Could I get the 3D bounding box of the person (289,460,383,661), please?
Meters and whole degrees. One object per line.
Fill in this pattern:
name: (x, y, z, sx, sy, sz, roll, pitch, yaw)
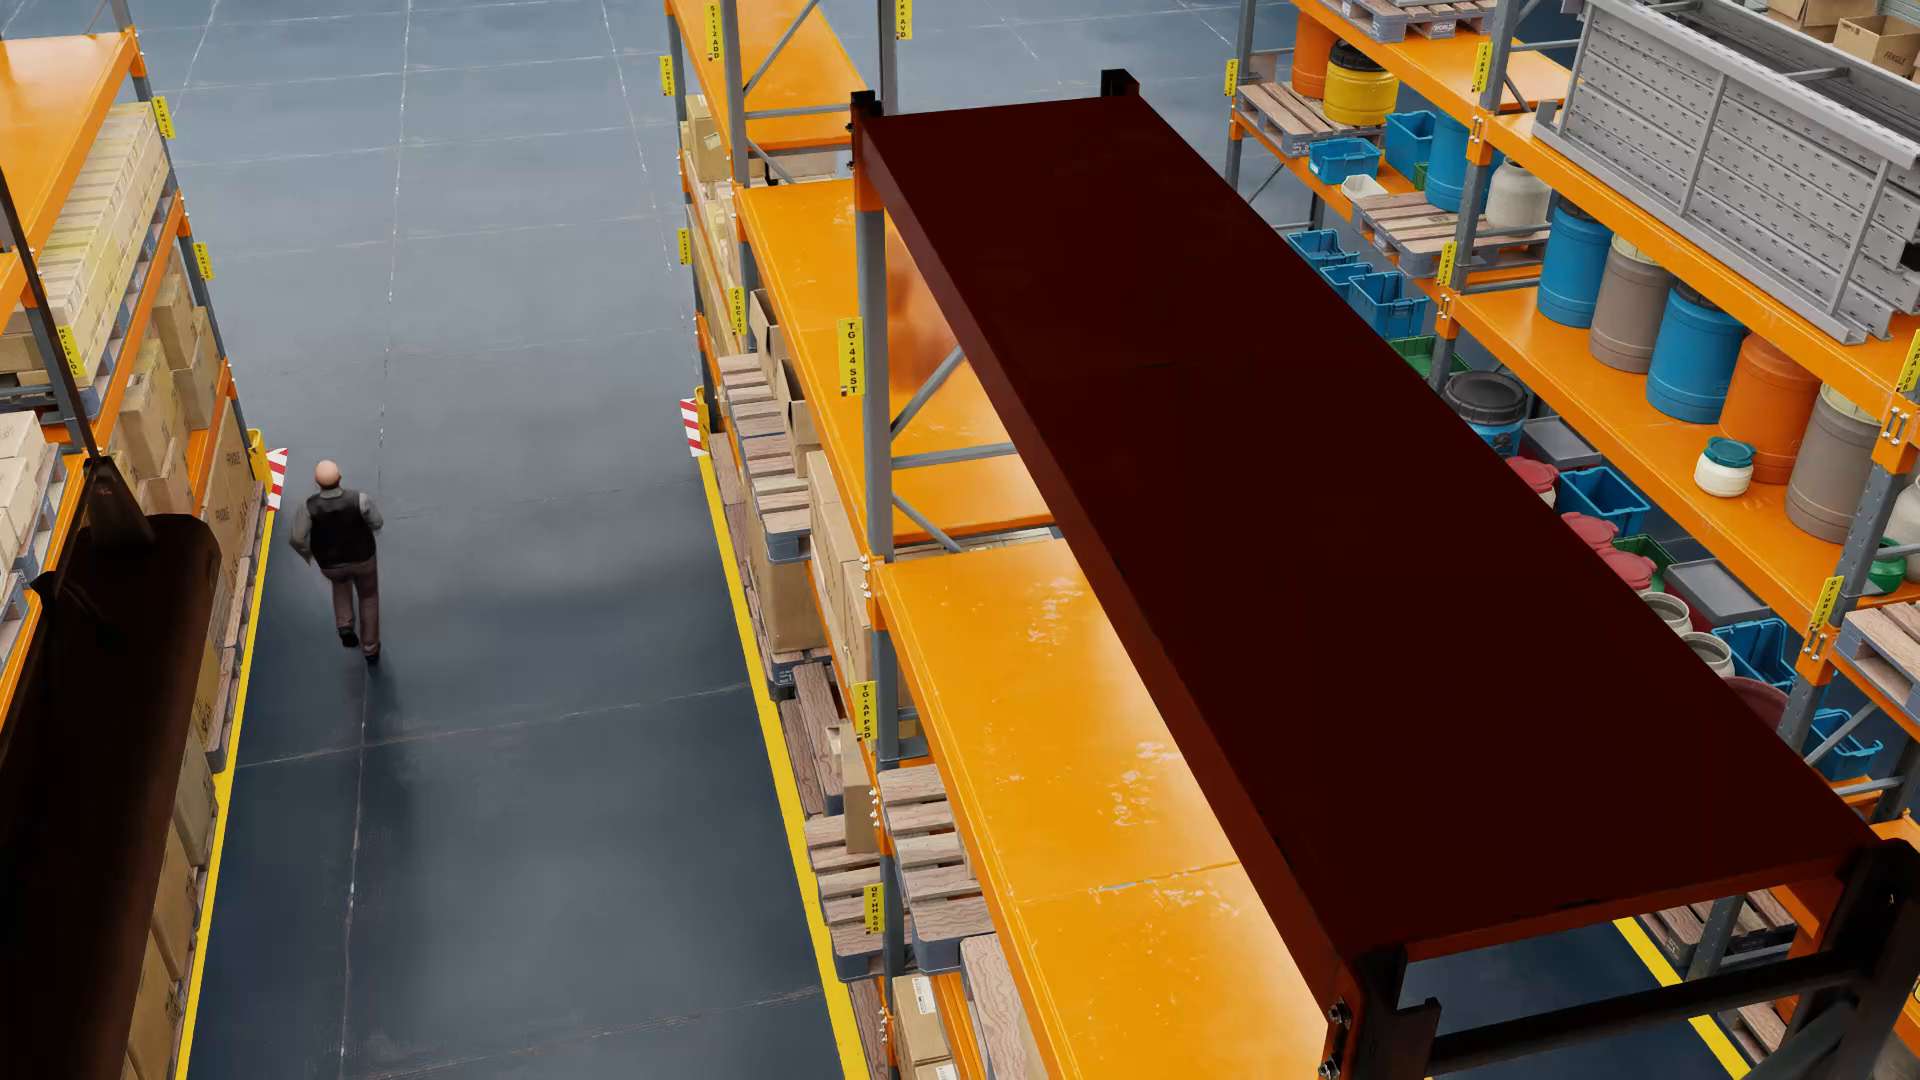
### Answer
person: (-4.601, 0.101, 12.448, 0.645, 1.681, 0.592, -9, 36, -13)
